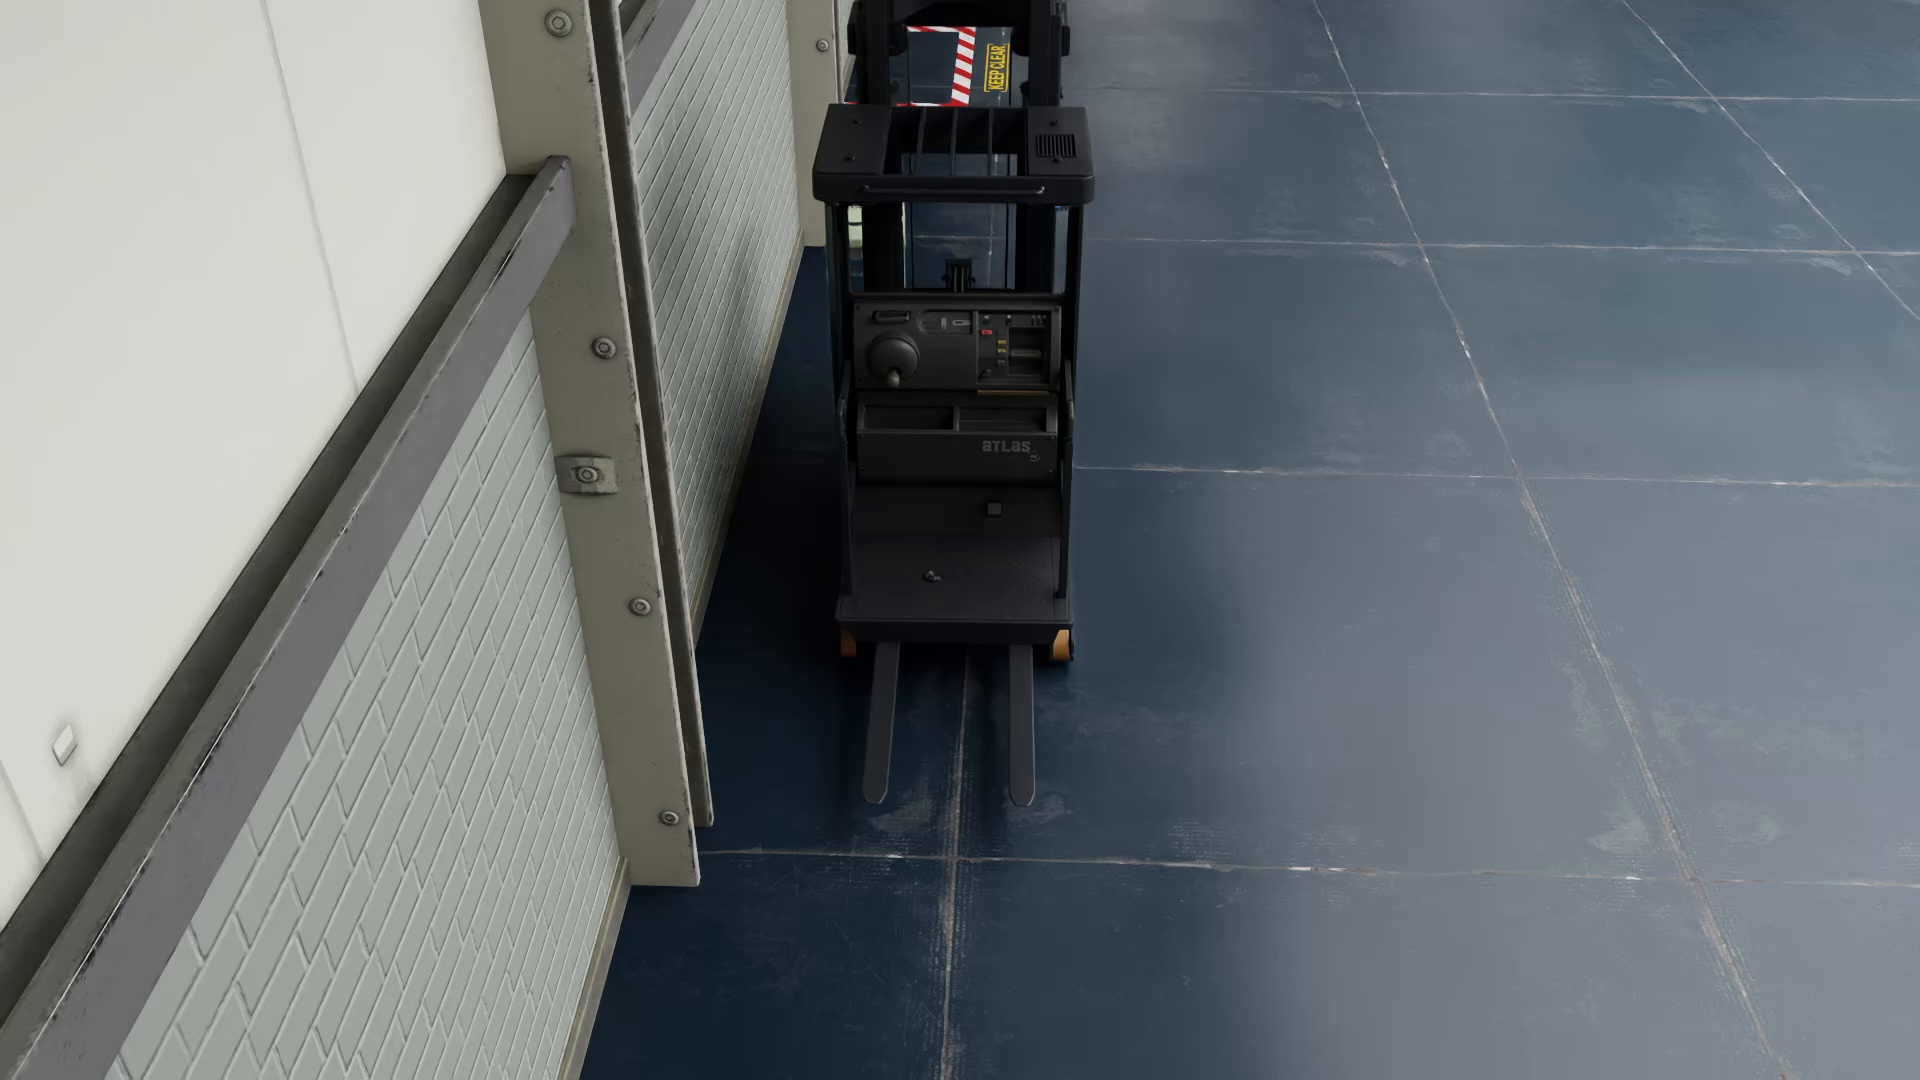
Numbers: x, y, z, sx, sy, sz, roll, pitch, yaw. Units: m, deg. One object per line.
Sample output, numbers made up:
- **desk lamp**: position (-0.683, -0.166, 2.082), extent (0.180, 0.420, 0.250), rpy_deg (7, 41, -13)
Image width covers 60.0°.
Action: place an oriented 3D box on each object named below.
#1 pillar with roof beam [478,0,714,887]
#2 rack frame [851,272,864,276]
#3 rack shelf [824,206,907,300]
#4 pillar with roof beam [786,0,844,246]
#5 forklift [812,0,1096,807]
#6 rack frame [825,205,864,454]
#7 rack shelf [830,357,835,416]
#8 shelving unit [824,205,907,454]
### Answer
- **pillar with roof beam**: position (3.099, -2.302, 4.145), extent (9.100, 9.000, 0.400), rpy_deg (1, 35, 2)
- **rack frame**: position (-0.523, -1.529, 9.567), extent (0.400, 1.500, 0.023), rpy_deg (-1, 35, -2)
- **rack shelf**: position (-0.509, -1.638, 9.043), extent (0.431, 0.370, 0.720), rpy_deg (-1, 35, -2)
- **pillar with roof beam**: position (3.340, -5.749, 9.050), extent (9.100, 9.000, 0.400), rpy_deg (1, 35, 2)
- **forklift**: position (-0.016, -0.809, 7.298), extent (1.130, 2.935, 3.031), rpy_deg (1, 35, 1)
- **rack frame**: position (-0.494, -1.108, 8.969), extent (0.400, 1.500, 0.023), rpy_deg (-1, 35, -2)
- **rack shelf**: position (-0.509, -1.052, 9.455), extent (0.431, 0.370, 0.720), rpy_deg (-1, 35, -2)
- **shelving unit**: position (-0.509, -1.319, 9.268), extent (0.431, 1.500, 0.755), rpy_deg (-1, 35, -2)
